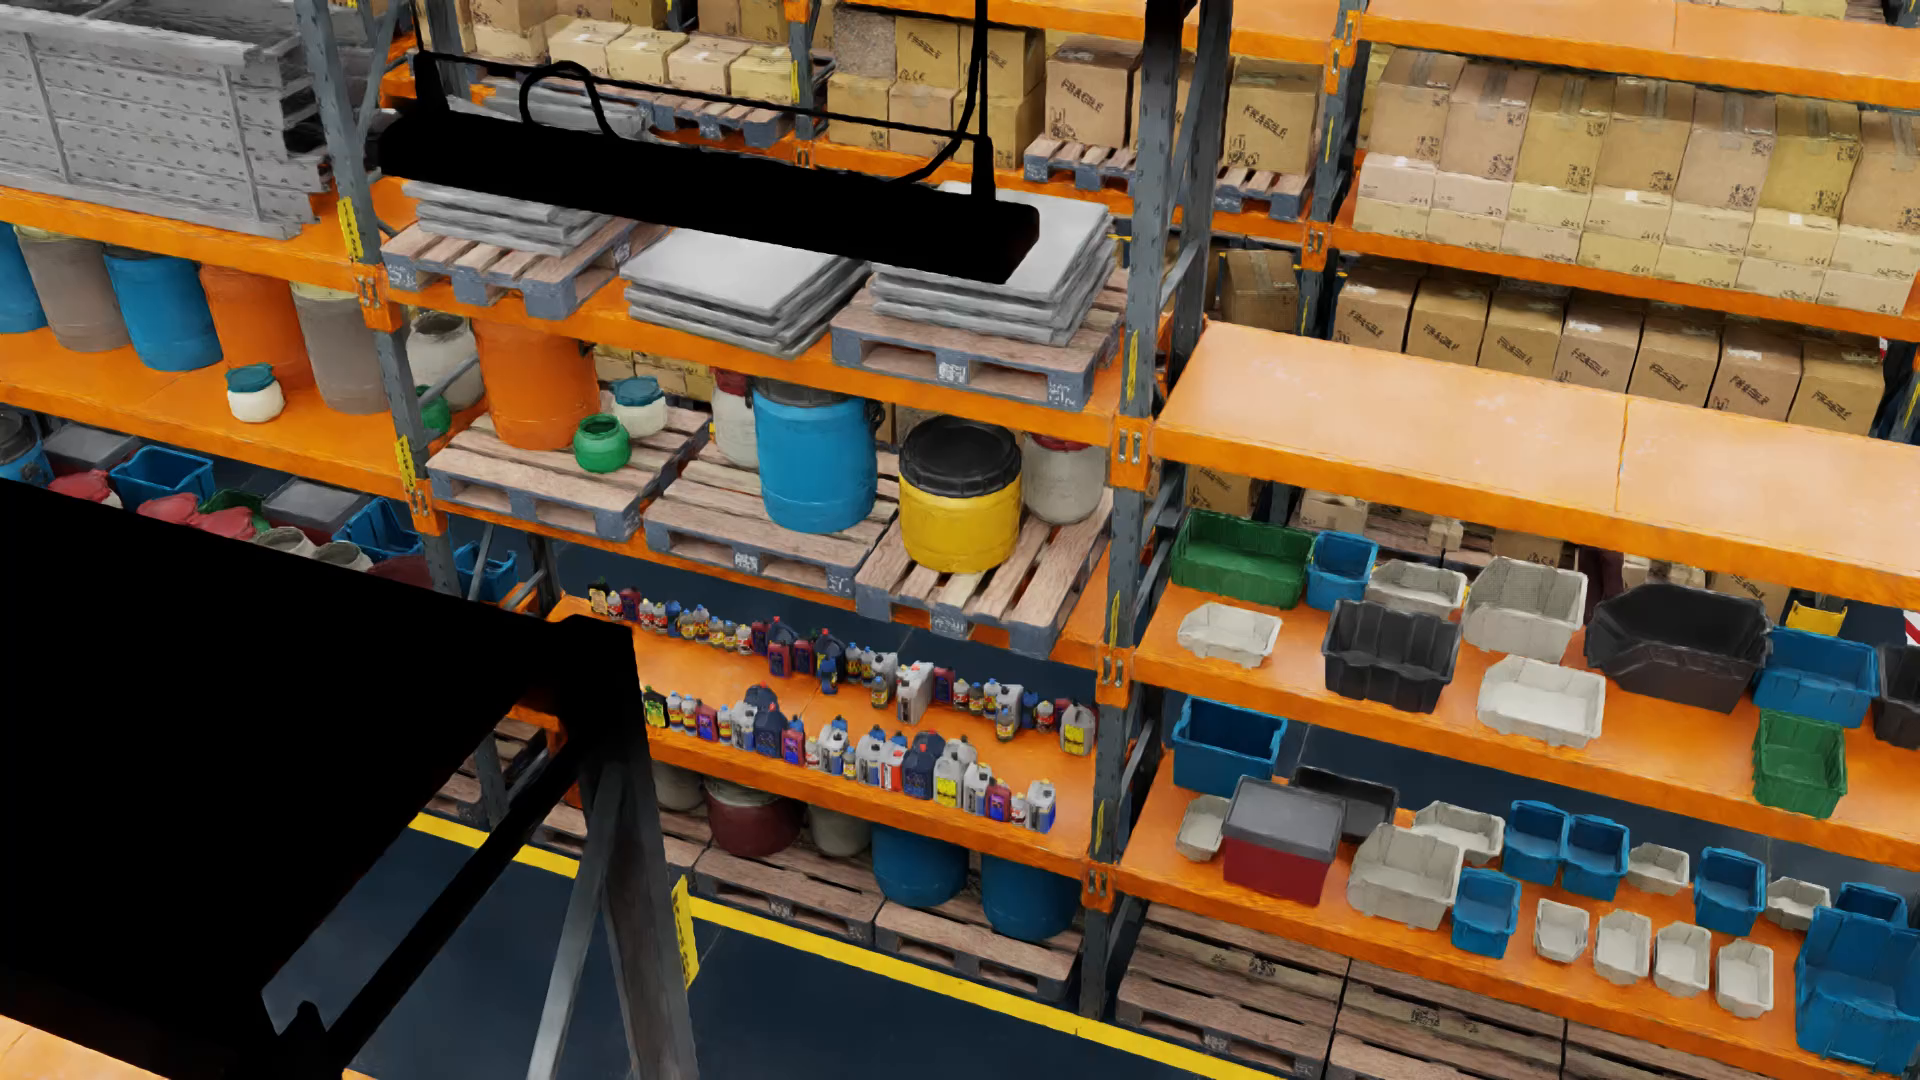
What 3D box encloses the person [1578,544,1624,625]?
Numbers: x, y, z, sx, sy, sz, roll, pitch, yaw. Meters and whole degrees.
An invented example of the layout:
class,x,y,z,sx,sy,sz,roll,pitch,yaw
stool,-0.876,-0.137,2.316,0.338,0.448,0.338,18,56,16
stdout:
class,x,y,z,sx,sy,sz,roll,pitch,yaw
person,4.343,0.341,11.475,1.193,1.698,0.596,14,39,18
